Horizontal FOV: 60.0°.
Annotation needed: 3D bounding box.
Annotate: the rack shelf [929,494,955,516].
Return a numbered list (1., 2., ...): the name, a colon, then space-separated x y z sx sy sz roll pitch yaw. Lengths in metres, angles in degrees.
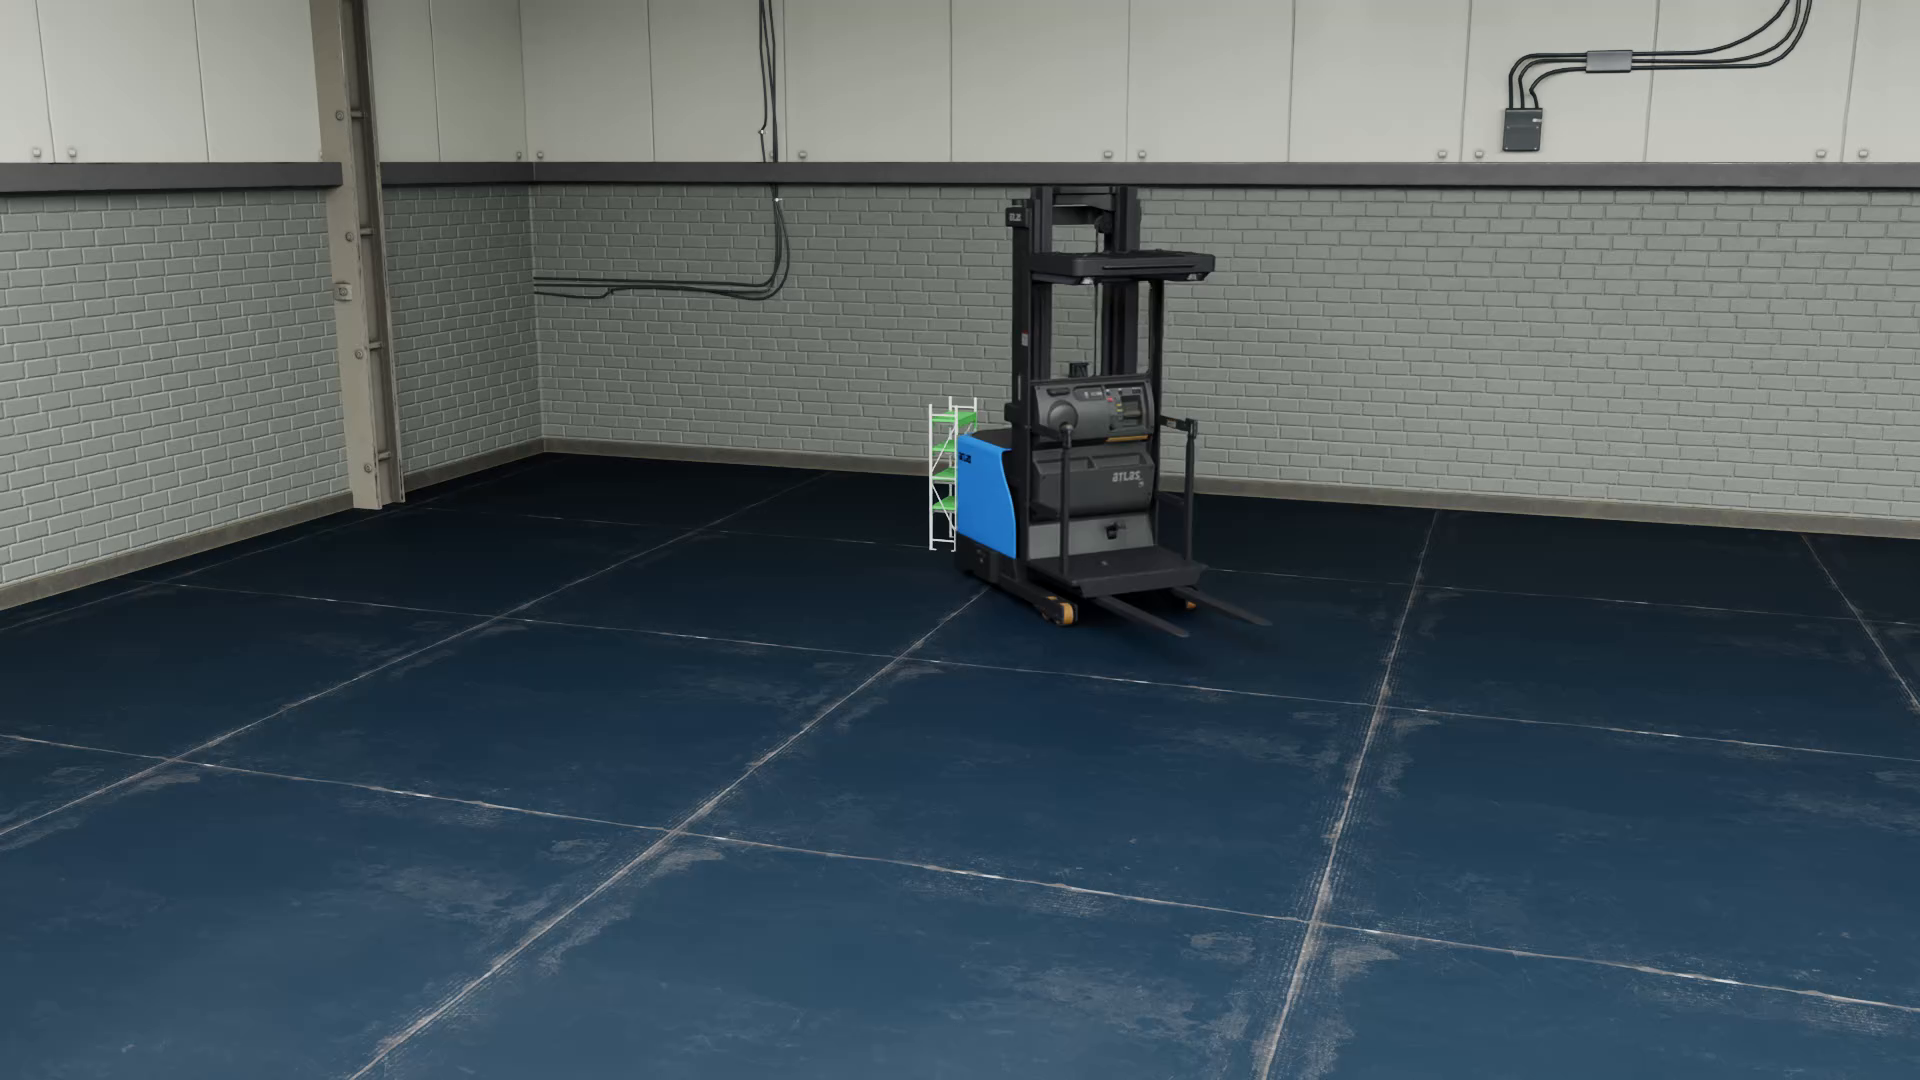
1. rack shelf: -0.054 -0.254 13.769 0.258 0.148 0.480 4 14 18

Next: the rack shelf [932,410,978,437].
1. rack shelf: -0.054 -0.956 13.609 0.258 0.148 0.480 4 14 18

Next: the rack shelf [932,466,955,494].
1. rack shelf: -0.054 -0.488 13.716 0.258 0.148 0.480 4 14 18

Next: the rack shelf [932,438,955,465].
1. rack shelf: -0.054 -0.722 13.663 0.258 0.148 0.480 4 14 18

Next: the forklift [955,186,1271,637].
1. forklift: 1.045 -0.947 11.549 1.130 2.935 3.031 -6 14 -24

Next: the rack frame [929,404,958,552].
1. rack frame: -0.133 -0.499 13.477 0.240 1.200 0.015 4 14 18

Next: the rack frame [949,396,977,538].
1. rack frame: 0.025 -0.601 13.927 0.240 1.200 0.015 4 14 18

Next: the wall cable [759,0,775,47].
1. wall cable: -0.635 -5.997 15.668 3.097 2.526 0.112 4 14 18

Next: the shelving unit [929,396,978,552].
1. shelving unit: -0.054 -0.550 13.702 0.258 1.200 0.503 4 14 18

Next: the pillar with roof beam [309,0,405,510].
1. pillar with roof beam: -1.326 -4.408 13.080 9.100 9.000 0.400 4 14 18

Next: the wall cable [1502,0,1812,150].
1. wall cable: 5.783 -6.215 13.350 2.305 6.003 0.169 4 14 18

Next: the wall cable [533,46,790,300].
1. wall cable: -3.195 -3.730 17.084 3.097 2.526 0.112 4 14 18
